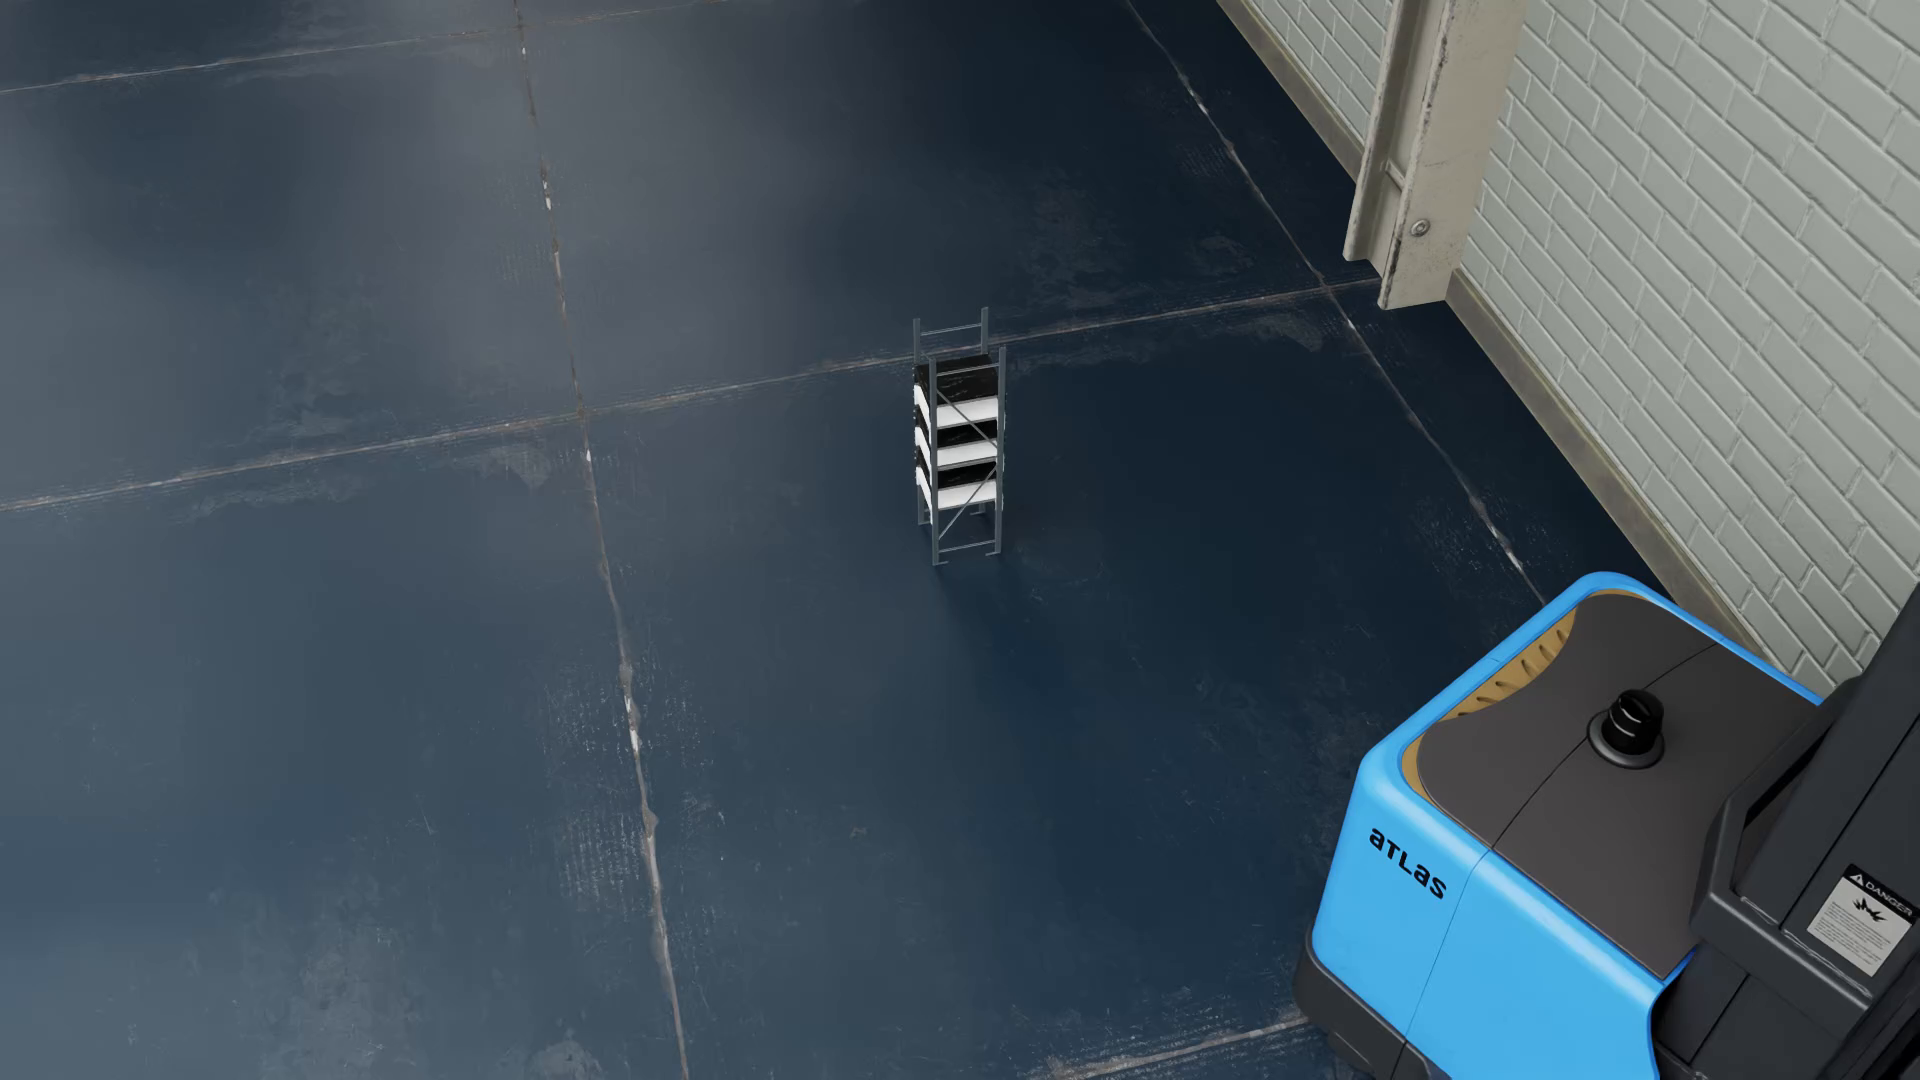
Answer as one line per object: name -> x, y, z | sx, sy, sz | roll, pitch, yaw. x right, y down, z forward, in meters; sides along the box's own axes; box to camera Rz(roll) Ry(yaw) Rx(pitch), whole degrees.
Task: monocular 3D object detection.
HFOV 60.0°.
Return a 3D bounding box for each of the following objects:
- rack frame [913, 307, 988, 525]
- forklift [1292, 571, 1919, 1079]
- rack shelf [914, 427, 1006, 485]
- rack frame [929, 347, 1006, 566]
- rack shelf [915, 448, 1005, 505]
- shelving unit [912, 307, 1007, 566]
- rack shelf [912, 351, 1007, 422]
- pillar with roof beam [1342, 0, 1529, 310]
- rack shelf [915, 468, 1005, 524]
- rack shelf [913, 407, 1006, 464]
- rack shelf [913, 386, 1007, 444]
rack frame -> -0.028, -0.391, 5.503 | 0.240, 0.900, 0.006 | -11, 47, -10
forklift -> 2.236, 0.801, 2.913 | 1.130, 2.935, 3.031 | -32, 53, -27
rack shelf -> -0.002, -0.297, 5.458 | 0.258, 0.077, 0.200 | -11, 47, -10
rack frame -> 0.024, -0.250, 5.365 | 0.240, 0.900, 0.006 | -11, 47, -10
rack shelf -> -0.002, -0.234, 5.522 | 0.258, 0.077, 0.200 | -11, 47, -10
shelving unit -> -0.002, -0.321, 5.434 | 0.258, 0.900, 0.210 | -11, 47, -10
rack shelf -> -0.002, -0.486, 5.265 | 0.258, 0.077, 0.200 | -11, 47, -10
pillar with roof beam -> -2.373, -3.446, 2.827 | 9.100, 9.000, 0.400 | -11, 47, -10
rack shelf -> -0.002, -0.171, 5.586 | 0.258, 0.077, 0.200 | -11, 47, -10
rack shelf -> -0.002, -0.360, 5.394 | 0.258, 0.077, 0.200 | -11, 47, -10
rack shelf -> -0.002, -0.423, 5.329 | 0.258, 0.077, 0.200 | -11, 47, -10
